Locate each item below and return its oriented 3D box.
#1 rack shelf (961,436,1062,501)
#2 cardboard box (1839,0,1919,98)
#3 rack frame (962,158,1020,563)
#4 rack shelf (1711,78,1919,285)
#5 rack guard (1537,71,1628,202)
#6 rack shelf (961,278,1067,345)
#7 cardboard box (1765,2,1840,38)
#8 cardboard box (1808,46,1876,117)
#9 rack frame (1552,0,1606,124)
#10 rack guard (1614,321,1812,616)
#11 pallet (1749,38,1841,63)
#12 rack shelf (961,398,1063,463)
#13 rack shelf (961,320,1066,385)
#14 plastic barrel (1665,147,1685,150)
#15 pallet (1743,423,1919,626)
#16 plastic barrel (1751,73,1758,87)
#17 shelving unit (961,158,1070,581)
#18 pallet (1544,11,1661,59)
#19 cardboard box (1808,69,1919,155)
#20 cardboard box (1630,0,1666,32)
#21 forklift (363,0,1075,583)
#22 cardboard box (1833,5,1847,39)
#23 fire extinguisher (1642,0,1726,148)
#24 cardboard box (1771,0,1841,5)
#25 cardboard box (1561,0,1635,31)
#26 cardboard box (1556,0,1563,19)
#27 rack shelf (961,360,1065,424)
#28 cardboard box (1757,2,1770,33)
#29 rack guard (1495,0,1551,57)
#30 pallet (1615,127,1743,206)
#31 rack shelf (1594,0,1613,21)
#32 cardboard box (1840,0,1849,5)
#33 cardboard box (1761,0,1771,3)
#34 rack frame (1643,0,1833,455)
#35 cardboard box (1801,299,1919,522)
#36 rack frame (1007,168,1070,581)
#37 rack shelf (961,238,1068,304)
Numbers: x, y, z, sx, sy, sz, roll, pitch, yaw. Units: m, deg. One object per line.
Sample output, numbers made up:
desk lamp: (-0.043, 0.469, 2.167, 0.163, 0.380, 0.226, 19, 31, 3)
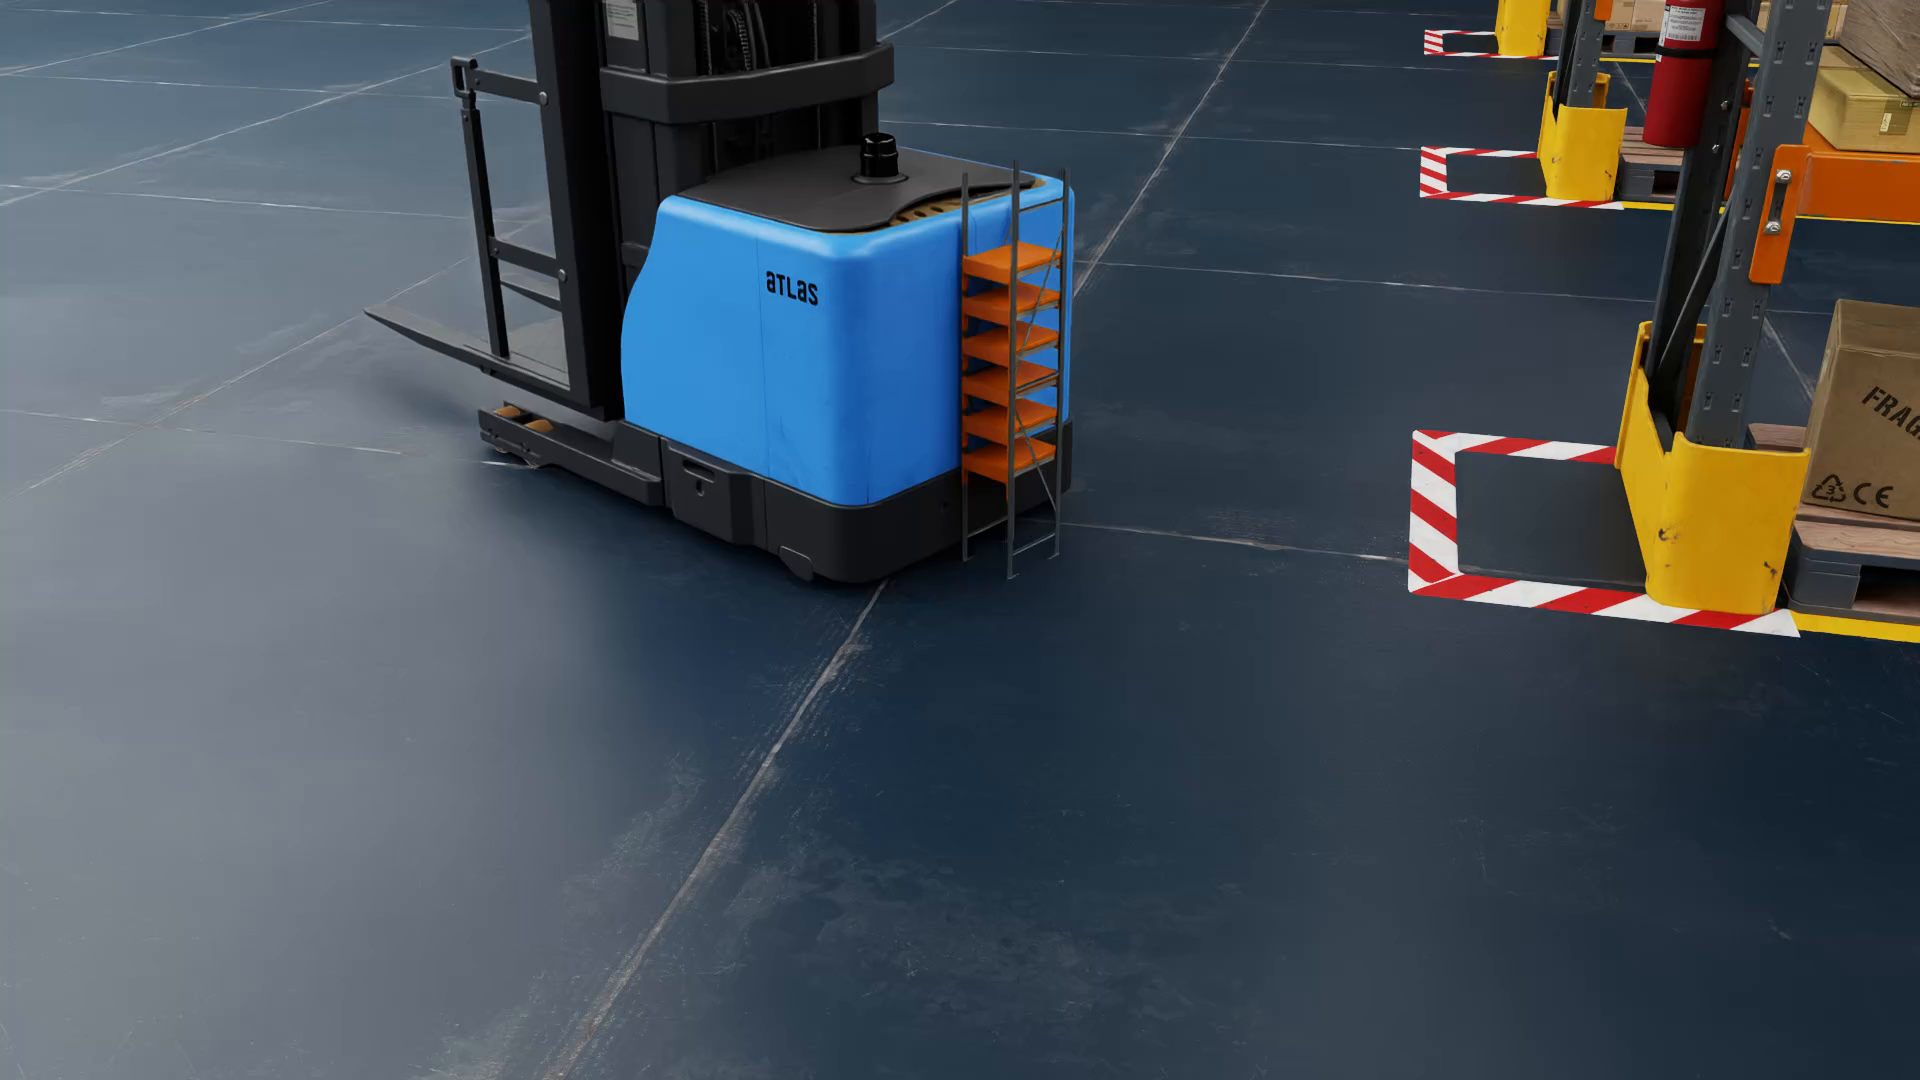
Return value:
rack shelf: (0.156, -0.226, 4.991, 0.180, 0.103, 0.258, 21, 33, 38)
cardboard box: (2.780, -1.508, 4.466, 0.500, 0.500, 0.875, 6, 26, 13)
rack frame: (0.088, -0.509, 4.924, 0.006, 1.200, 0.240, 21, 33, 38)
rack shelf: (4.191, -0.860, 4.404, 4.000, 0.370, 1.077, 6, 26, 13)
rack guard: (3.573, -2.344, 9.592, 0.348, 0.500, 1.175, 6, 26, 13)
rack shelf: (0.156, -0.659, 4.784, 0.180, 0.103, 0.258, 21, 33, 38)
cardboard box: (6.641, -4.160, 13.208, 0.500, 0.250, 0.500, 6, 26, 13)
cardboard box: (2.581, -1.341, 4.870, 0.250, 0.149, 0.380, 6, 26, 13)
rack frame: (3.488, -3.461, 9.031, 0.127, 3.000, 1.000, 6, 26, 13)
rack guard: (2.328, -0.262, 5.220, 0.348, 0.500, 1.175, 6, 26, 13)
pallet: (6.654, -4.068, 13.549, 1.213, 0.211, 1.003, 6, 26, 13)
rack shelf: (0.156, -0.334, 4.939, 0.180, 0.103, 0.258, 21, 33, 38)
rack shelf: (0.156, -0.551, 4.836, 0.180, 0.103, 0.258, 21, 33, 38)
plastic barrel: (4.144, -2.489, 9.394, 0.421, 0.512, 0.421, 0, 25, 0)
pallet: (3.106, -0.030, 5.068, 1.213, 0.211, 1.003, 6, 26, 13)
plastic barrel: (4.630, -2.435, 9.281, 0.421, 0.512, 0.421, 0, 25, 0)
shelving unit: (0.156, -0.483, 4.868, 0.189, 1.200, 0.258, 21, 33, 38)
pallet: (5.476, -4.200, 13.825, 1.213, 0.211, 1.003, 6, 26, 13)
cardboard box: (2.471, -1.156, 4.481, 0.250, 0.149, 0.380, 6, 26, 13)
cardboard box: (5.674, -4.269, 13.438, 0.500, 0.250, 0.500, 6, 26, 13)
forklift: (-1.062, -1.720, 5.452, 3.031, 2.935, 1.130, 21, 33, 38)
cardboard box: (7.126, -4.107, 13.096, 0.500, 0.250, 0.500, 6, 26, 13)
fire extinguisher: (2.258, -1.568, 5.145, 0.183, 0.674, 0.296, 6, 26, 13)
cardboard box: (6.641, -4.498, 13.046, 0.500, 0.500, 0.500, 6, 26, 13)
cardboard box: (5.189, -4.321, 13.547, 0.500, 0.250, 0.500, 6, 26, 13)
cardboard box: (5.318, -4.537, 14.000, 0.500, 0.250, 0.500, 6, 26, 13)
rack shelf: (0.156, -0.443, 4.888, 0.180, 0.103, 0.258, 21, 33, 38)
cardboard box: (6.158, -4.215, 13.325, 0.500, 0.250, 0.500, 6, 26, 13)
rack guard: (4.702, -4.397, 13.904, 0.348, 0.500, 1.175, 6, 26, 13)
pallet: (4.358, -2.124, 9.467, 1.213, 0.211, 1.003, 6, 26, 13)
rack shelf: (5.425, -2.922, 8.735, 4.000, 0.370, 1.077, 6, 26, 13)
cardboard box: (7.129, -4.450, 12.946, 0.500, 0.500, 0.500, 6, 26, 13)
cardboard box: (6.161, -4.559, 13.174, 0.500, 0.500, 0.500, 6, 26, 13)
rack frame: (2.254, -1.399, 4.699, 0.127, 3.000, 1.000, 6, 26, 13)
cardboard box: (2.855, -0.386, 4.991, 0.500, 0.500, 0.500, 11, 28, 23)
rack frame: (0.223, -0.456, 4.813, 0.006, 1.200, 0.240, 21, 33, 38)
rack shelf: (0.156, -0.768, 4.733, 0.180, 0.103, 0.258, 21, 33, 38)
